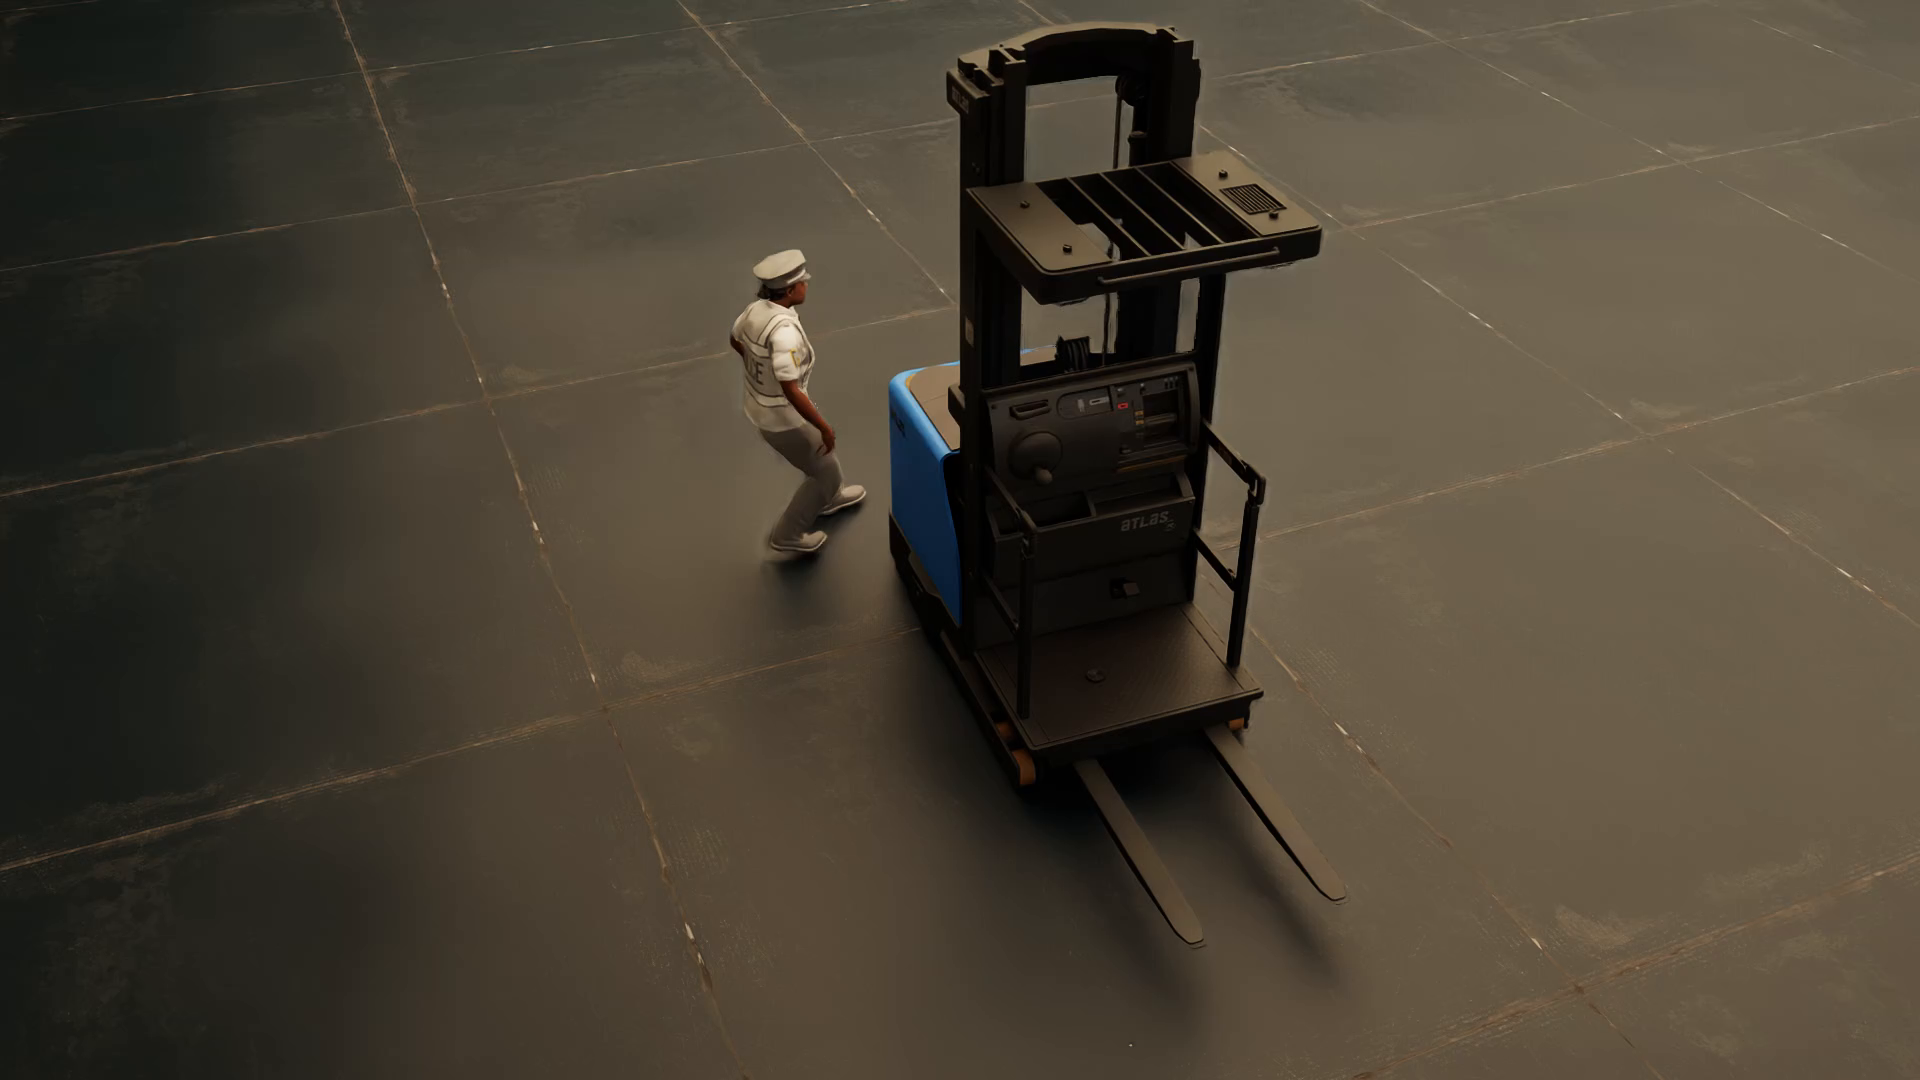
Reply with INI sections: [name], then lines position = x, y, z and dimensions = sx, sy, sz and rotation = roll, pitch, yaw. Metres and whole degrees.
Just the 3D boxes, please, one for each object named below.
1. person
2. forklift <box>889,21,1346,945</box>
[person]
position = -0.723, -0.689, 8.177
dimensions = 0.678, 1.582, 0.813
rotation = -16, 38, -21
[forklift]
position = 0.633, -0.409, 6.673
dimensions = 1.130, 2.935, 3.031
rotation = -12, 37, -16
